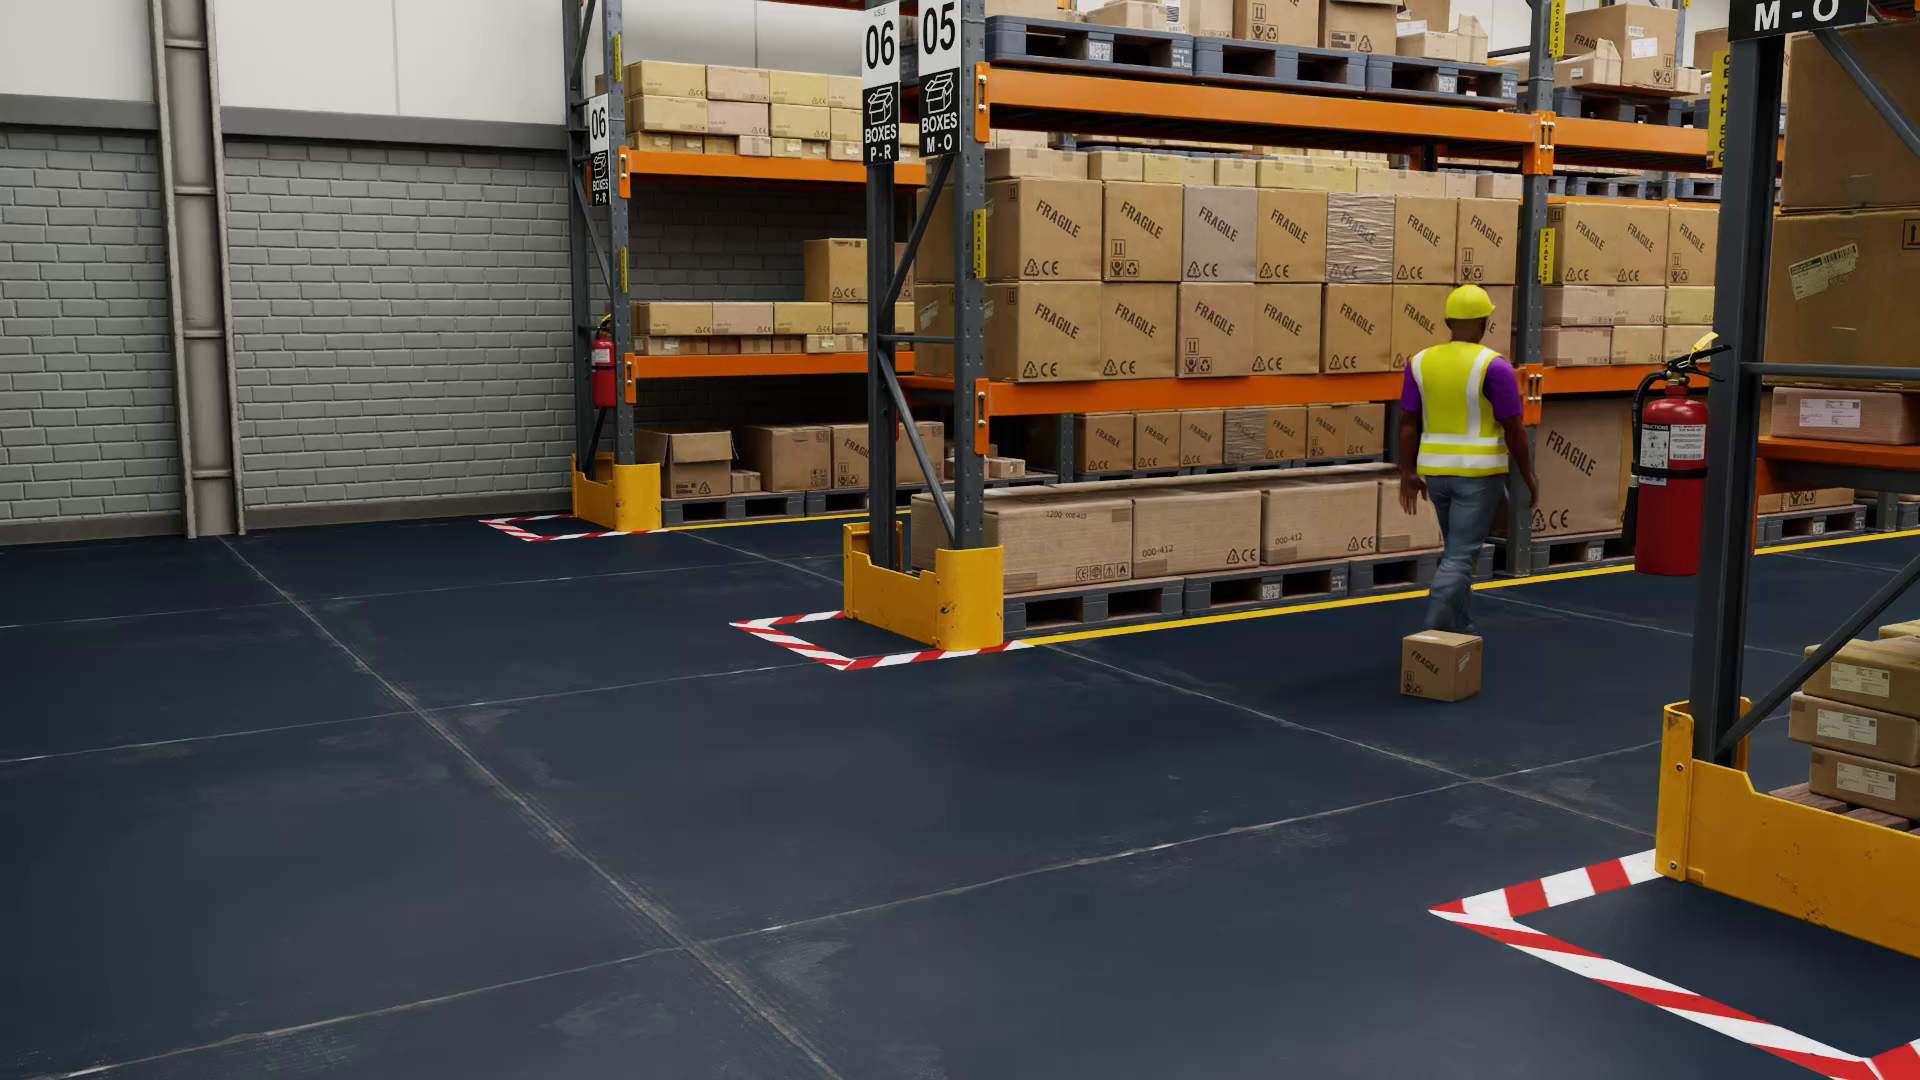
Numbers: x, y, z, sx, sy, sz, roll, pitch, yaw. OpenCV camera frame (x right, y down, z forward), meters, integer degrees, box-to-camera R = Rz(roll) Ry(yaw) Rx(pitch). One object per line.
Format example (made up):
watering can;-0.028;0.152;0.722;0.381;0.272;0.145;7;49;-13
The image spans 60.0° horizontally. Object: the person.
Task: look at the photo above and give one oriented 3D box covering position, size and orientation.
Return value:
person;2.384;-0.269;7.747;0.691;1.823;0.570;-6;10;-36
